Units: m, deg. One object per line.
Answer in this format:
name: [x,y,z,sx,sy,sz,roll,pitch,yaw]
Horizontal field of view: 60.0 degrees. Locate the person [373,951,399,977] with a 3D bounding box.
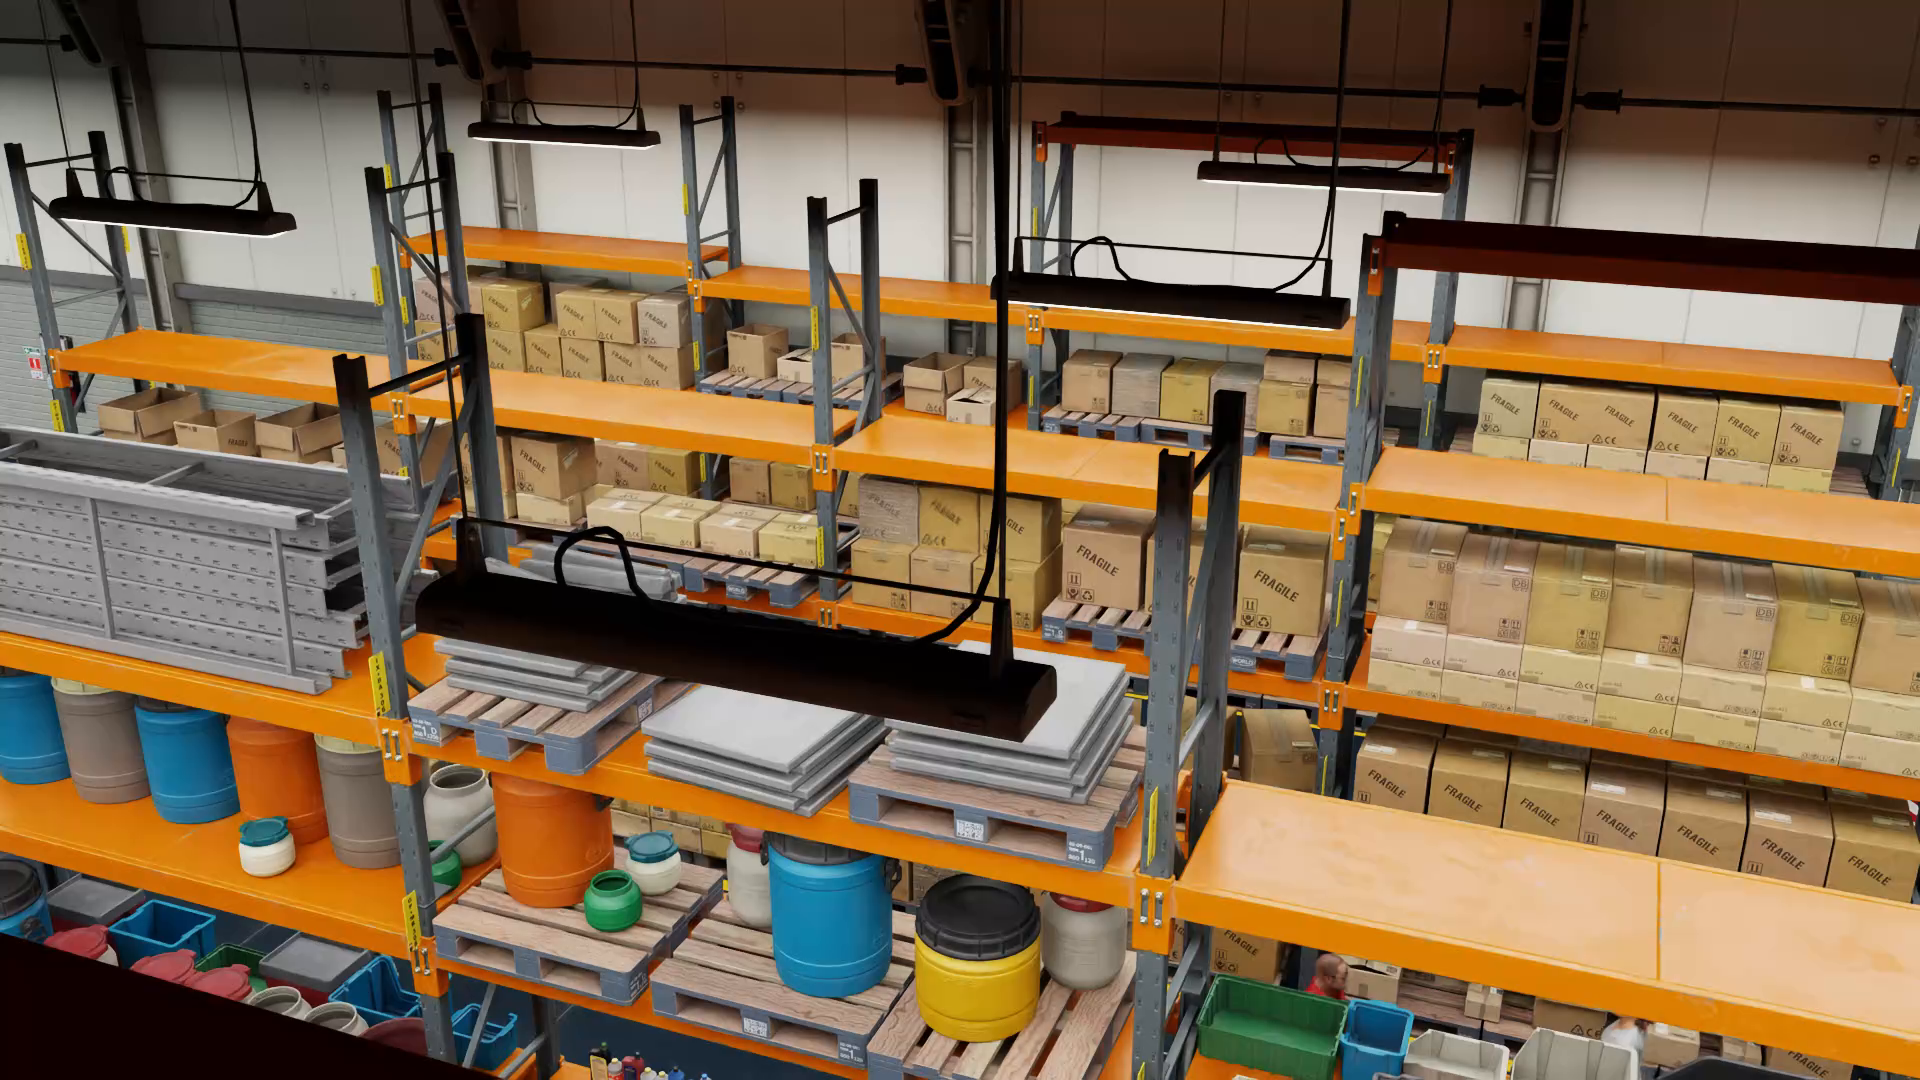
person: [-4.932,2.681,13.018,1.037,1.616,0.499,11,24,27]

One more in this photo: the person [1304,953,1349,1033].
person: [2.262,3.447,10.917,0.578,1.729,0.609,17,26,37]

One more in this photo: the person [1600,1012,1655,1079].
person: [4.314,3.579,10.688,0.948,1.622,0.444,7,22,17]
